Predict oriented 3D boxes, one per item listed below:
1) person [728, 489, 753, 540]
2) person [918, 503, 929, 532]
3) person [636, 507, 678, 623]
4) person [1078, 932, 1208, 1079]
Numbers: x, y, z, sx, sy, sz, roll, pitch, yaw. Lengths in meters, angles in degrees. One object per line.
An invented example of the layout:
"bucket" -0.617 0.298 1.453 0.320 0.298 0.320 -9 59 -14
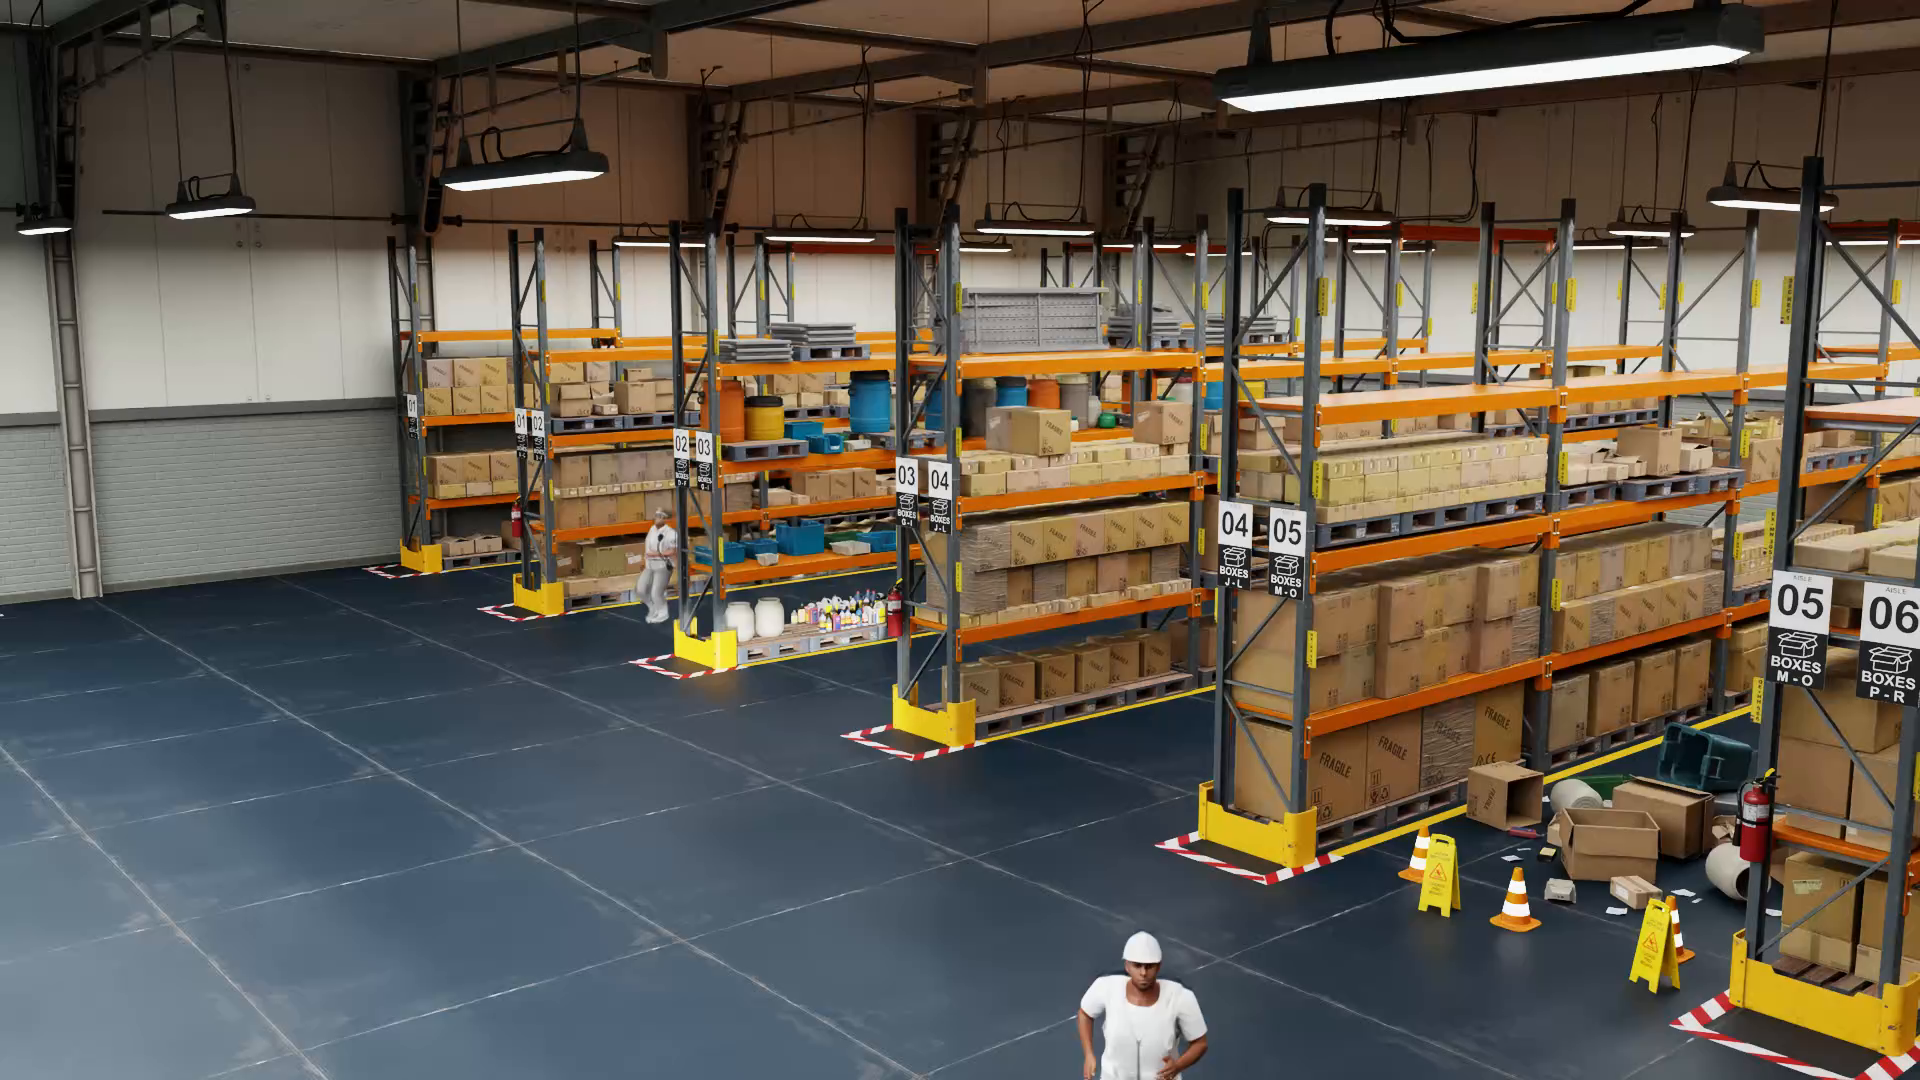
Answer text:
"person" -4.183 -0.426 30.985 0.756 1.770 0.635 -8 12 -41
"person" -0.684 -0.300 27.893 0.686 1.814 0.822 8 12 43
"person" -4.347 0.380 24.051 0.672 1.731 0.576 6 10 32
"person" 0.965 2.932 8.845 0.696 1.762 0.894 1 9 6
